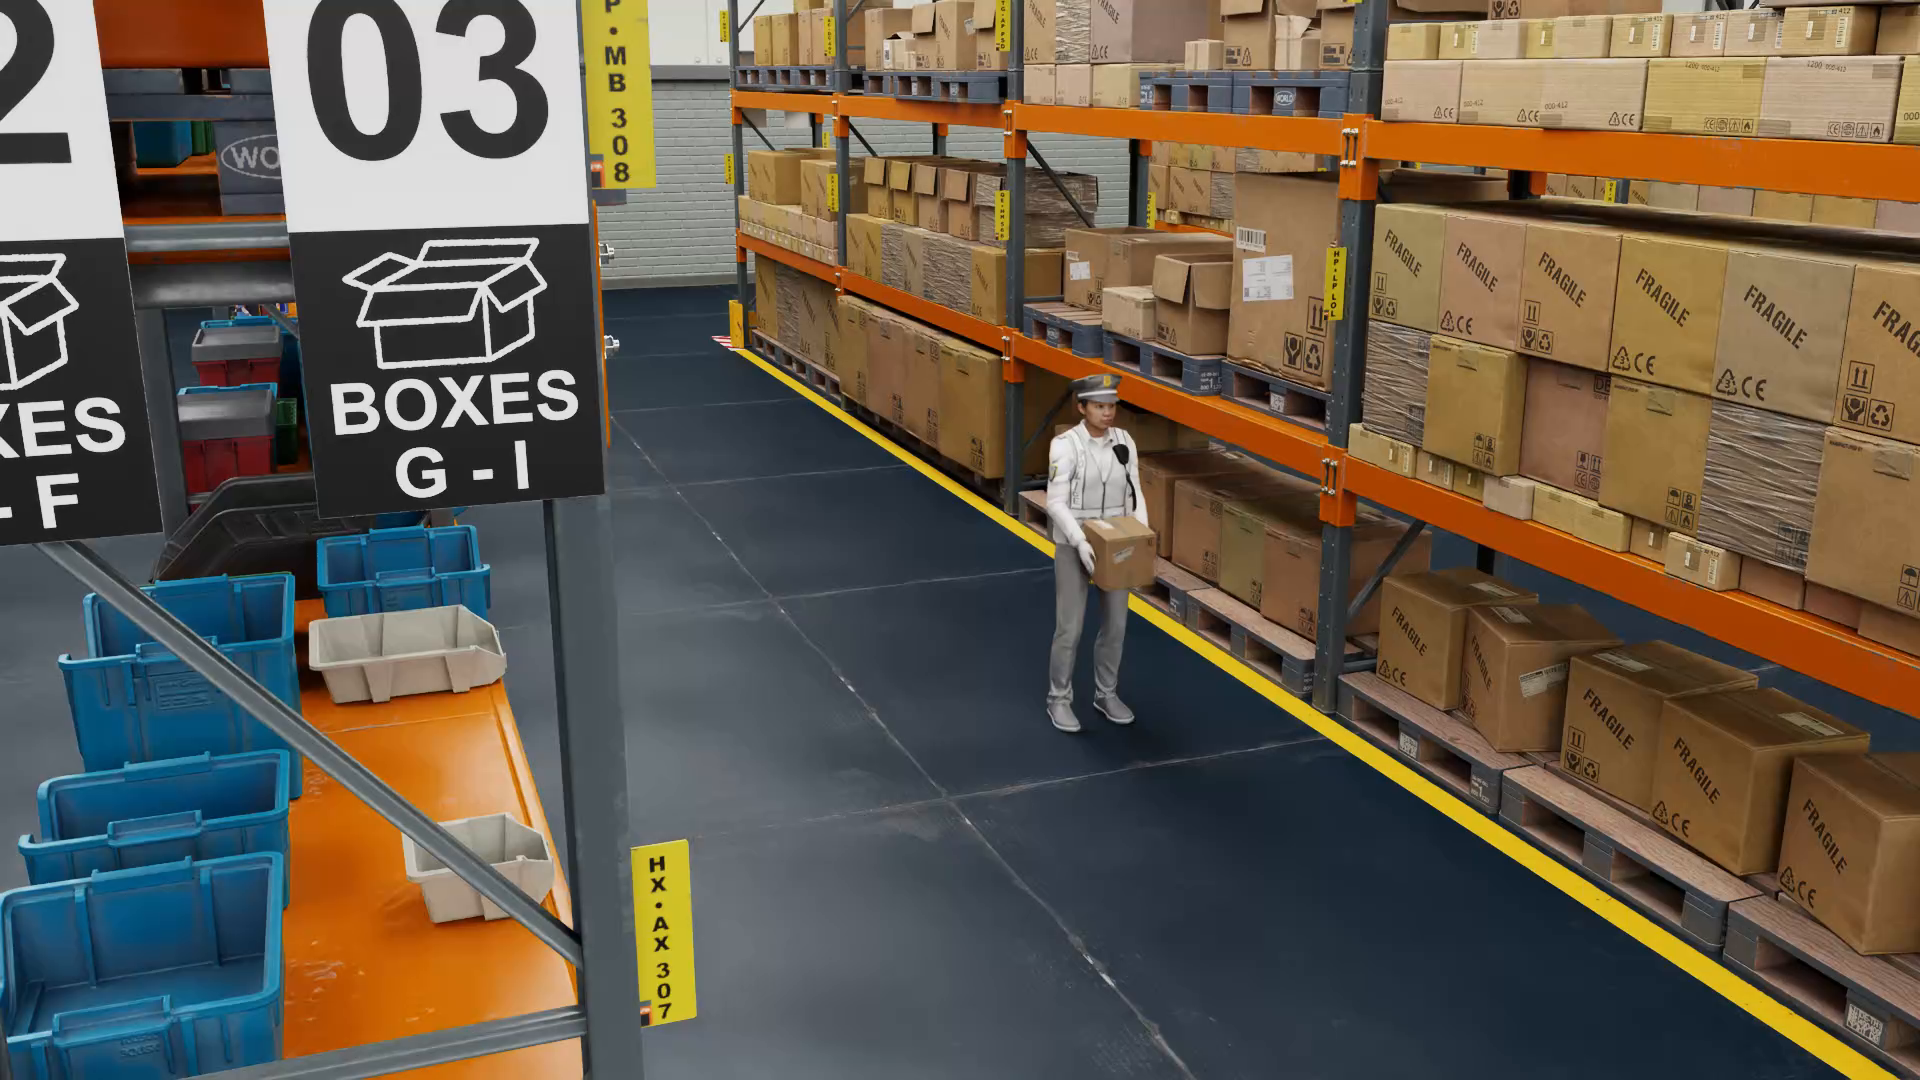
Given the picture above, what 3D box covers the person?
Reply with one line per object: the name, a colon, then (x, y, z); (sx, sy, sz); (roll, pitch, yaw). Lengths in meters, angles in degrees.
person: (0.634, 0.050, 7.830); (0.509, 1.671, 0.359); (-6, 17, -22)
